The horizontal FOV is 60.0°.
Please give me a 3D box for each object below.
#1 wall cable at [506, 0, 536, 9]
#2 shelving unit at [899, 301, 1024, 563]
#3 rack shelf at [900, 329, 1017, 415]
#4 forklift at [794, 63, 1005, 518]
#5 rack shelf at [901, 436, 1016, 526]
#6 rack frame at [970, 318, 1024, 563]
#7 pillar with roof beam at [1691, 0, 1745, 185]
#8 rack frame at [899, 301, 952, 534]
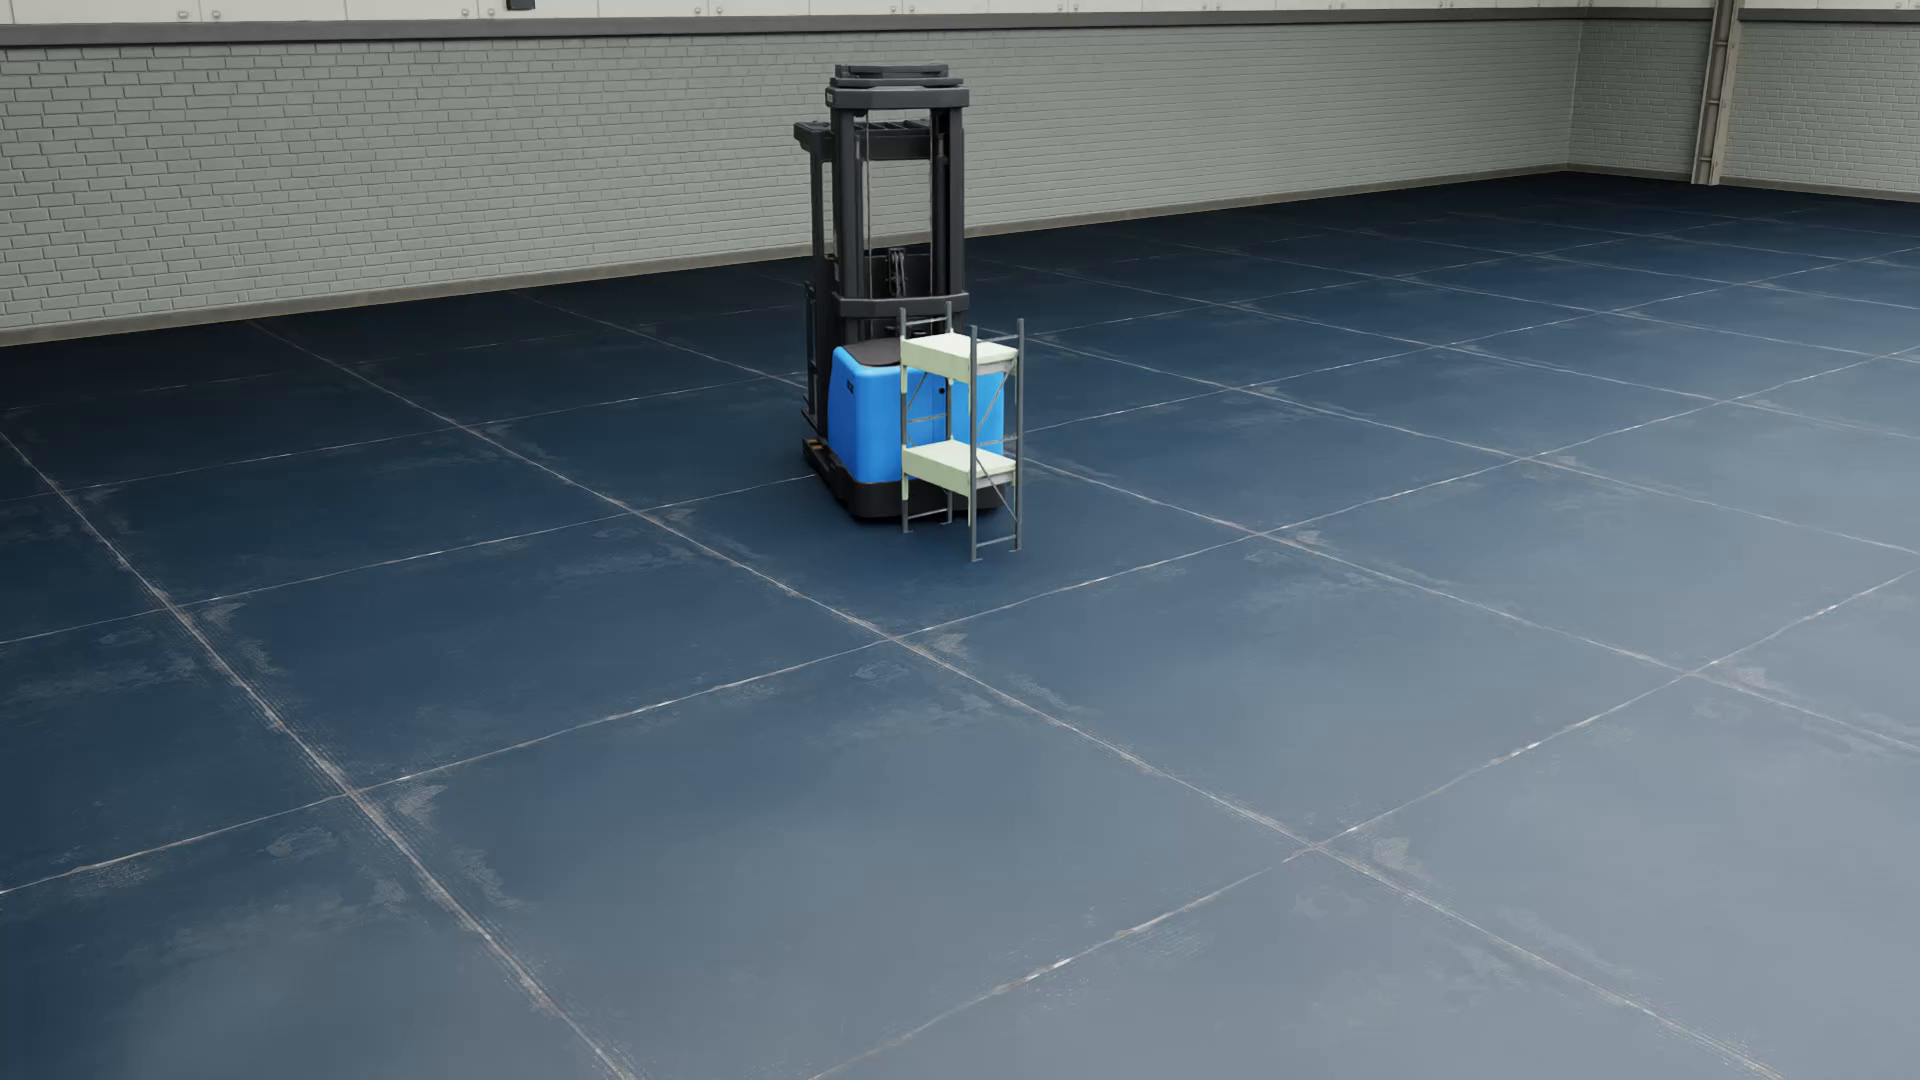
[{"bbox_3d":[-4.258,-9.156,18.787,2.305,6.003,0.169,-14,23,-36],"label":"wall cable"},{"bbox_3d":[0.004,-0.698,10.585,0.431,1.500,0.755,-14,23,-35],"label":"shelving unit"},{"bbox_3d":[0.004,-1.069,10.462,0.431,0.370,0.720,-14,23,-35],"label":"rack shelf"},{"bbox_3d":[-0.574,-1.965,12.136,1.130,2.935,3.031,-5,19,-15],"label":"forklift"},{"bbox_3d":[0.004,-0.389,10.687,0.431,0.370,0.720,-14,23,-35],"label":"rack shelf"},{"bbox_3d":[0.227,-0.607,10.309,0.400,1.500,0.023,-14,23,-35],"label":"rack frame"},{"bbox_3d":[10.401,-10.016,26.795,9.100,9.000,0.400,-14,23,-36],"label":"pillar with roof beam"},{"bbox_3d":[-0.219,-0.789,10.860,0.400,1.500,0.023,-14,23,-35],"label":"rack frame"}]
